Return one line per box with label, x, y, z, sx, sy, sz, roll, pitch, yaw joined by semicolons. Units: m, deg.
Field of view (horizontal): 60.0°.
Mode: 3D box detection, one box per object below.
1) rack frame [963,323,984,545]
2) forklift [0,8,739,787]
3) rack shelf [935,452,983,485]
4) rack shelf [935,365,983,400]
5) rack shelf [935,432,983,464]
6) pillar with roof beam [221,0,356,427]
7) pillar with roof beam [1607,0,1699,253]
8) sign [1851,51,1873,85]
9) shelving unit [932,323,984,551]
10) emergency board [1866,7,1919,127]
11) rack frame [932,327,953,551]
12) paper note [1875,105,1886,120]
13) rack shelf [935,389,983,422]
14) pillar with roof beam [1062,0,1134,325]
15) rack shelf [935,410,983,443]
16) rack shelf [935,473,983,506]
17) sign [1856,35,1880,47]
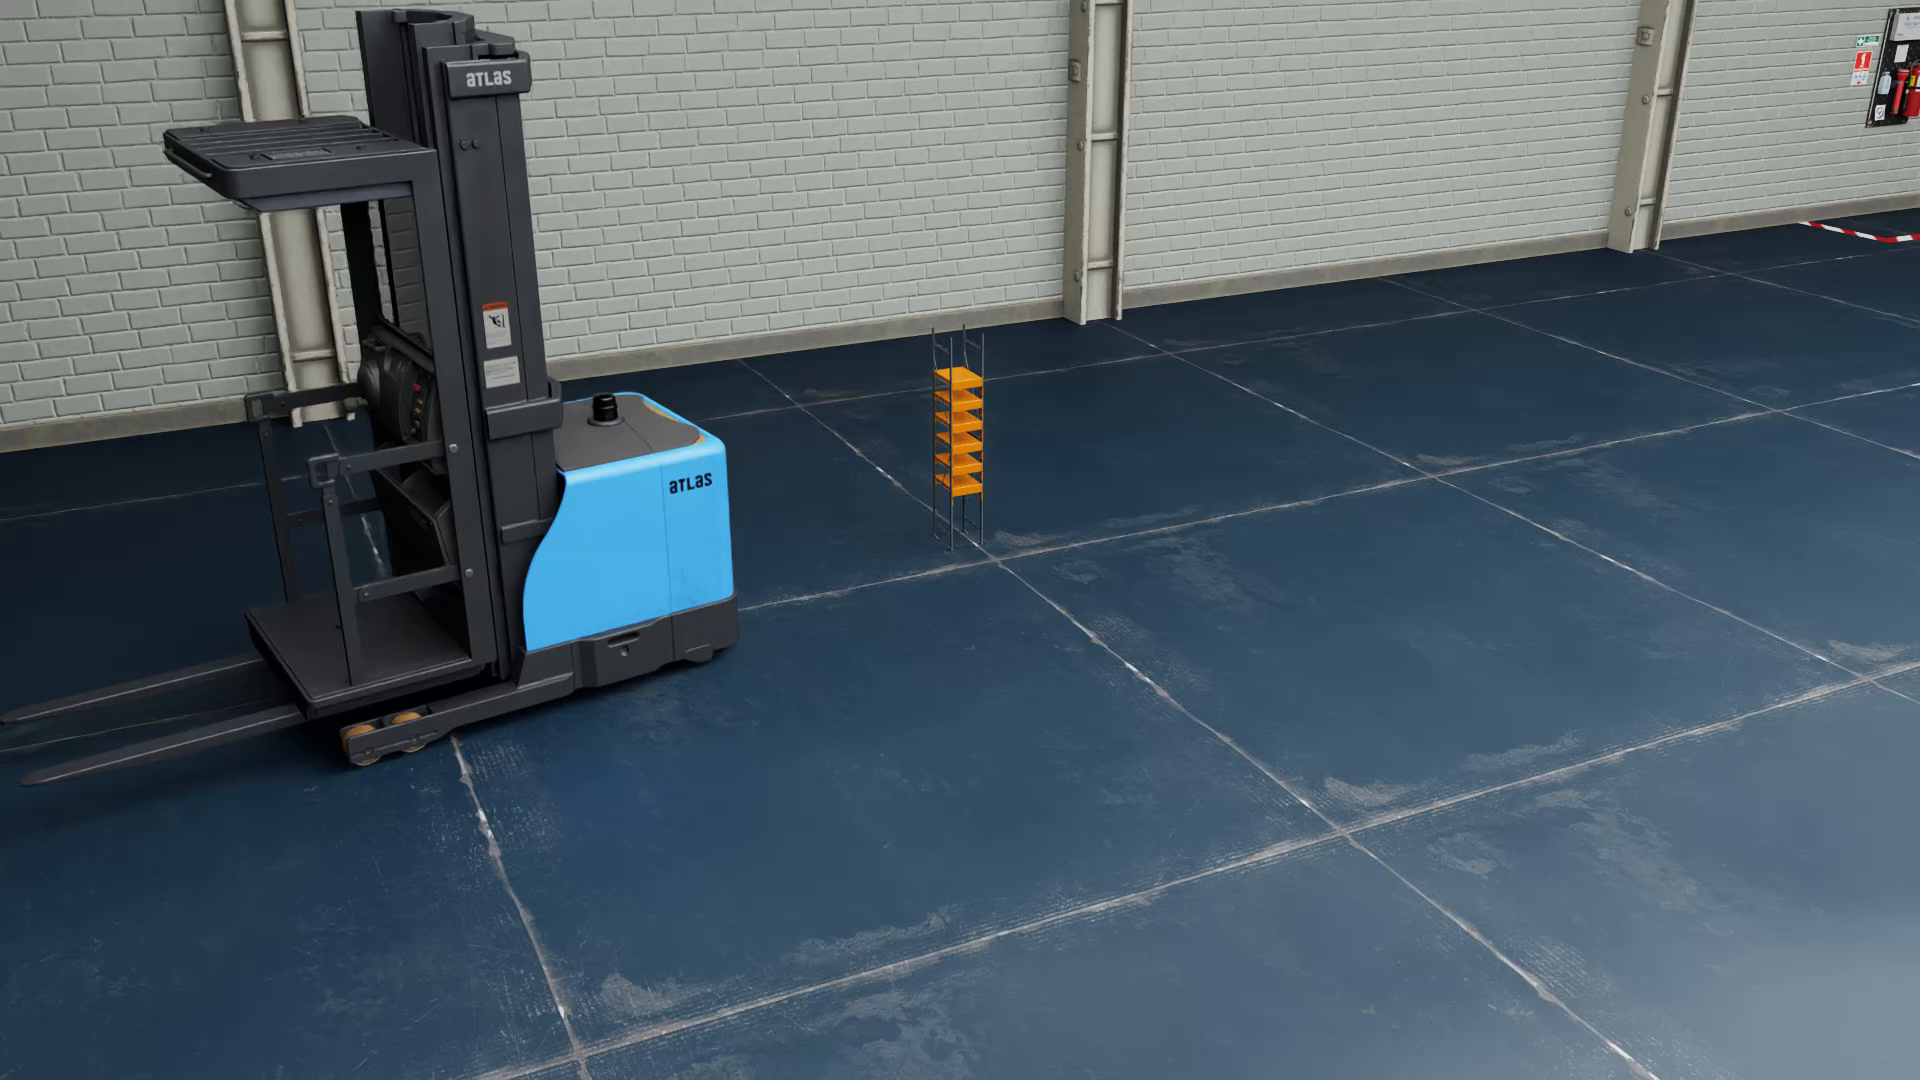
rack frame;0.069;-0.567;9.051;0.006;1.200;0.240;-10;25;-24
forklift;-2.553;-0.640;6.963;3.031;2.935;1.130;-15;27;-32
rack shelf;-0.013;-0.400;9.078;0.180;0.103;0.258;-10;25;-24
rack shelf;-0.013;-0.844;8.894;0.180;0.103;0.258;-10;25;-24
rack shelf;-0.013;-0.511;9.032;0.180;0.103;0.258;-10;25;-24
pillar with roof beam;-2.455;-3.508;5.959;0.400;9.000;9.100;-10;25;-24
pillar with roof beam;8.358;-5.498;10.767;0.400;9.000;9.100;-10;25;-24
sign;9.111;-4.769;16.802;0.234;0.329;0.001;-10;25;-24
shelving unit;-0.013;-0.552;9.015;0.189;1.200;0.258;-10;25;-24
emergency board;9.654;-4.809;16.945;0.643;1.169;0.194;-10;25;-24
rack frame;-0.095;-0.537;8.978;0.006;1.200;0.240;-10;25;-24
paper note;9.464;-4.396;17.100;0.142;0.148;0.016;-10;25;-24
rack shelf;-0.013;-0.733;8.940;0.180;0.103;0.258;-10;25;-24
pillar with roof beam;2.951;-4.503;8.363;0.400;9.000;9.100;-10;25;-24
rack shelf;-0.013;-0.622;8.986;0.180;0.103;0.258;-10;25;-24
rack shelf;-0.013;-0.289;9.124;0.180;0.103;0.258;-10;25;-24
sign;9.119;-5.011;16.695;0.331;0.109;0.001;-10;25;-24
